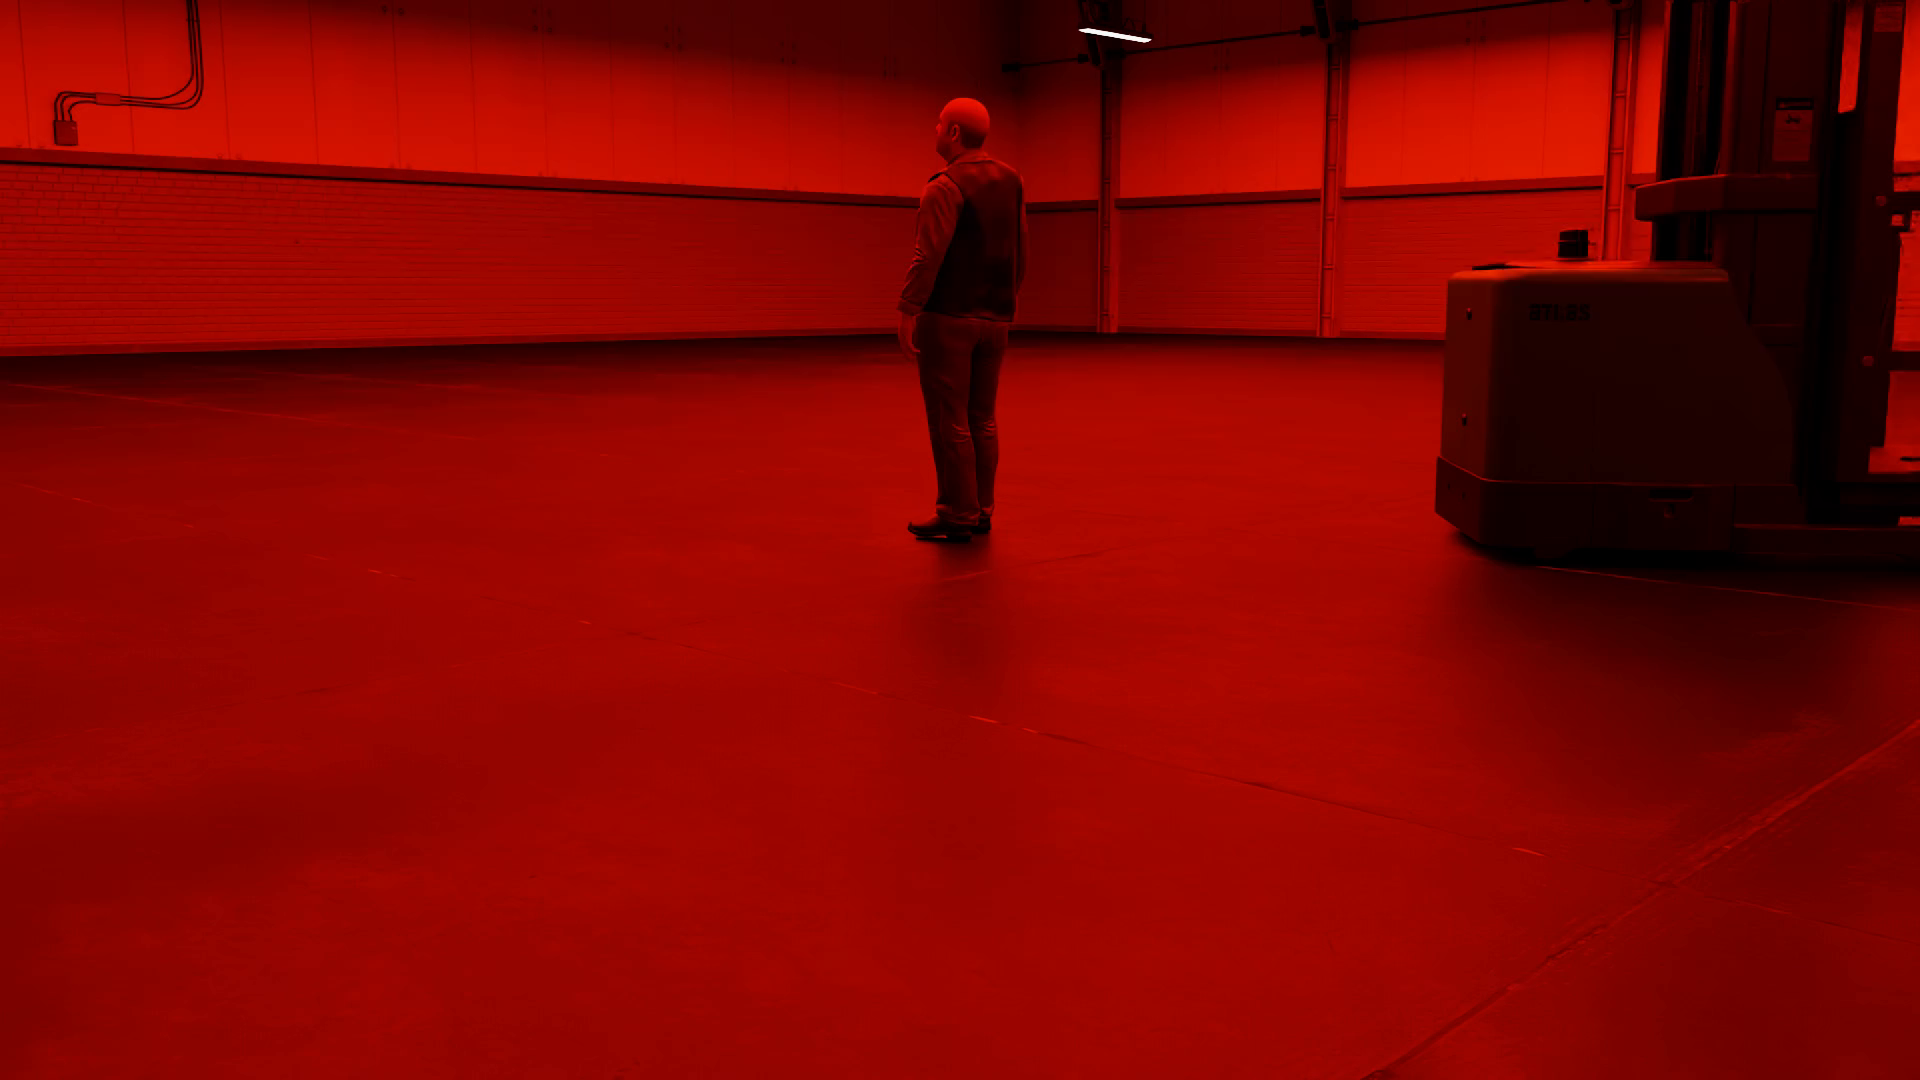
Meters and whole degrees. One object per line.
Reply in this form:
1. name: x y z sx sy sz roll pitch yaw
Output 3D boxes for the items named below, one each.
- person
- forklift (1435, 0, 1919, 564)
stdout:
1. person: -0.039 -0.866 6.636 0.568 1.720 0.632 8 12 43
2. forklift: 3.467 -1.410 6.237 3.031 2.935 1.130 1 9 5
